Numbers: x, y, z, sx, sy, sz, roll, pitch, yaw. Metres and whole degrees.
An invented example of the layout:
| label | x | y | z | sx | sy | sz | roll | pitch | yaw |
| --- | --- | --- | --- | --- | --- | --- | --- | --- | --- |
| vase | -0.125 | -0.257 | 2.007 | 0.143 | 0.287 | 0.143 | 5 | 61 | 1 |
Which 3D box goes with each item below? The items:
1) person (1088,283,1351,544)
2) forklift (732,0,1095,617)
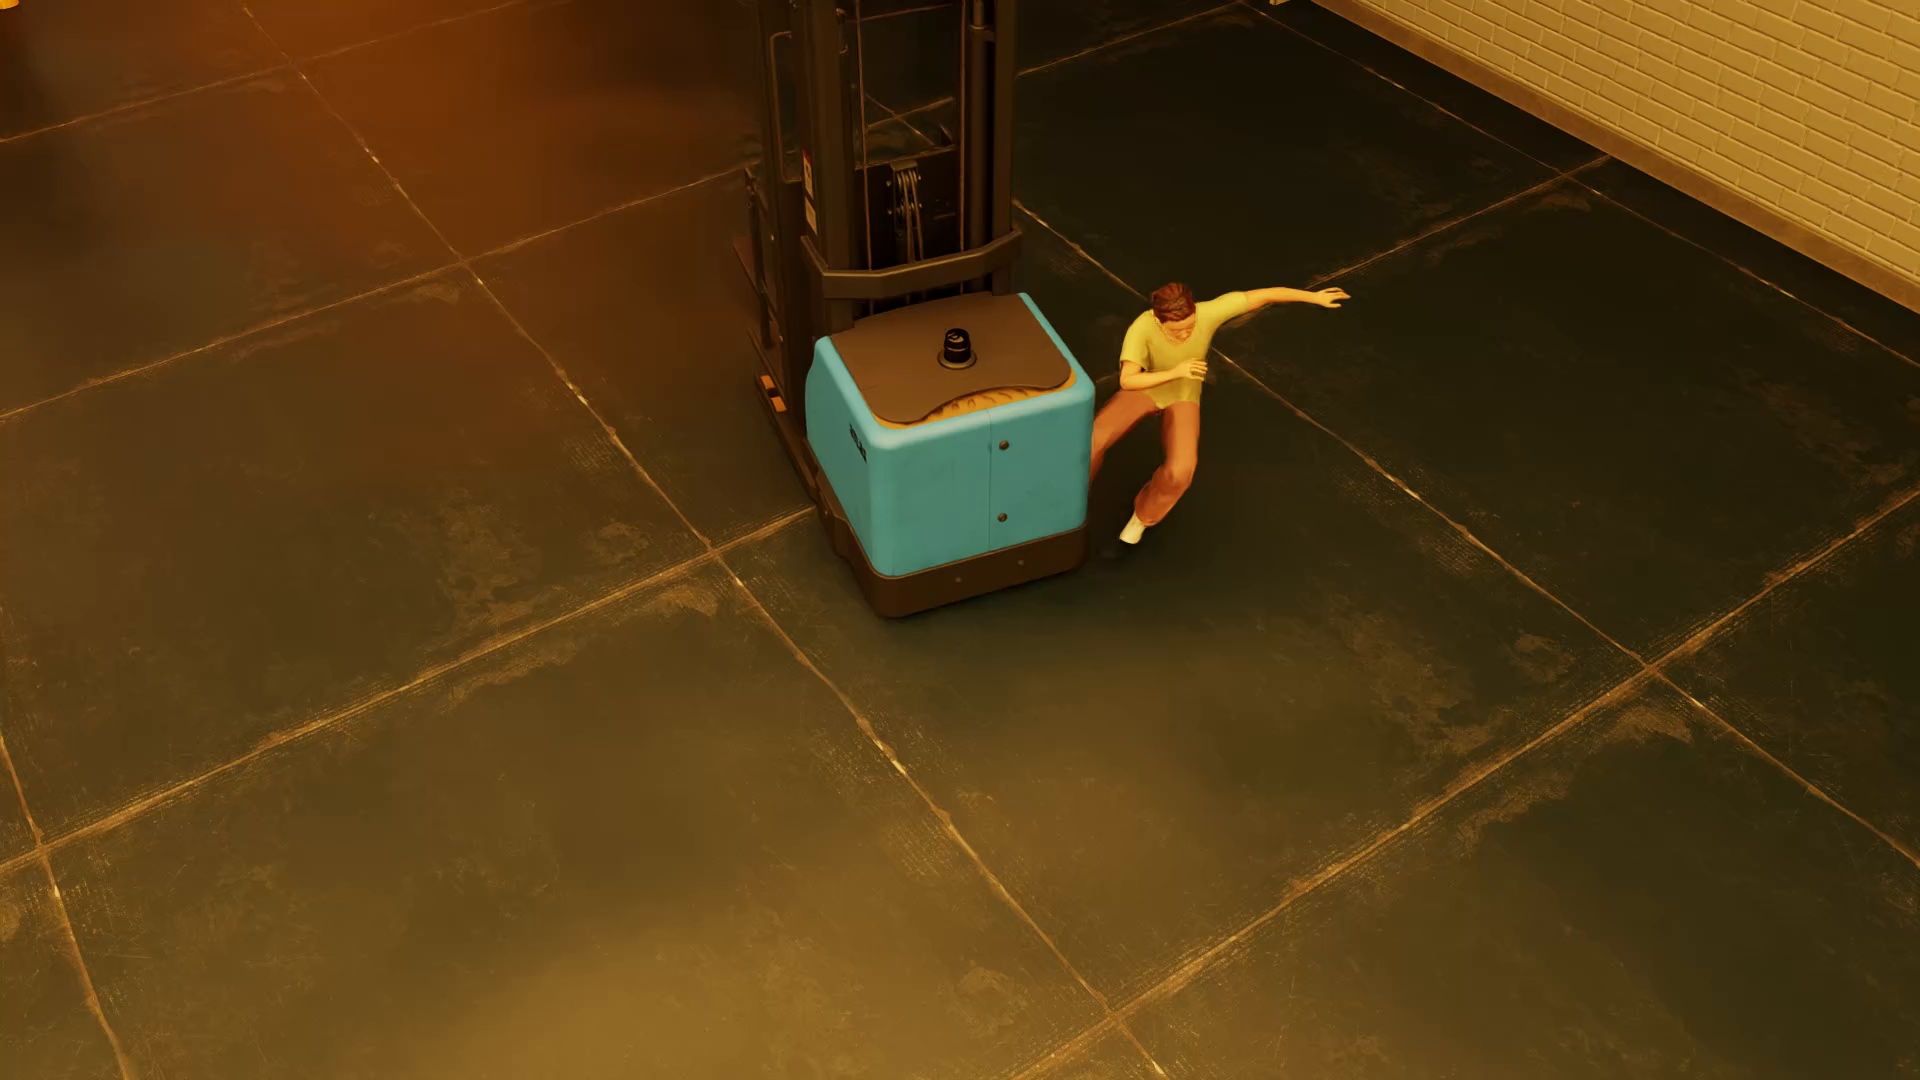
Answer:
| label | x | y | z | sx | sy | sz | roll | pitch | yaw |
| --- | --- | --- | --- | --- | --- | --- | --- | --- | --- |
| person | 1.031 | -0.611 | 7.504 | 1.378 | 1.309 | 0.627 | 0 | 43 | 0 |
| forklift | -0.418 | -1.744 | 7.608 | 1.130 | 2.935 | 3.031 | -15 | 45 | -16 |
